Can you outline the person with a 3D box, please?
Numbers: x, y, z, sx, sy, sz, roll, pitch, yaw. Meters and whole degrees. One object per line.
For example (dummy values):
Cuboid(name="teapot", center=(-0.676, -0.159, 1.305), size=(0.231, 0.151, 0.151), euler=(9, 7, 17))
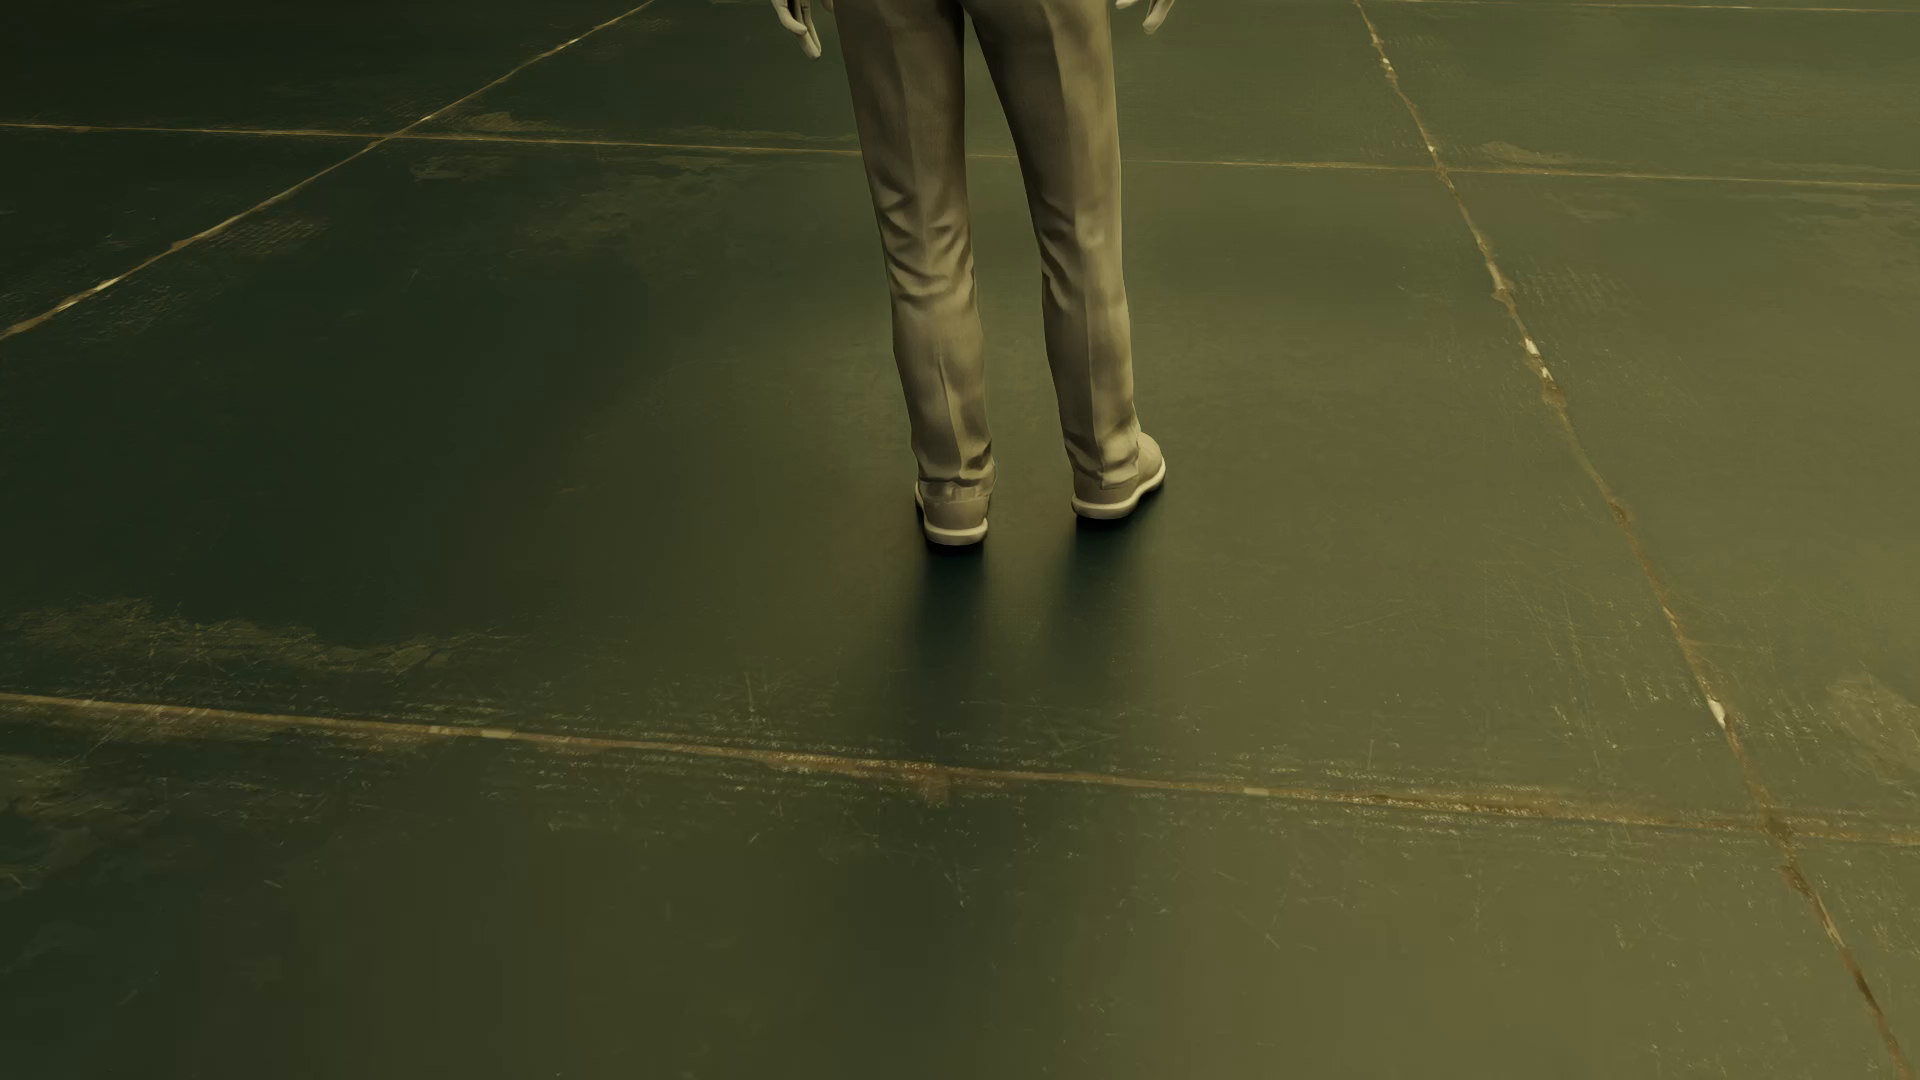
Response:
Cuboid(name="person", center=(0.016, -0.795, 2.179), size=(0.587, 1.694, 0.530), euler=(3, 27, 7))
